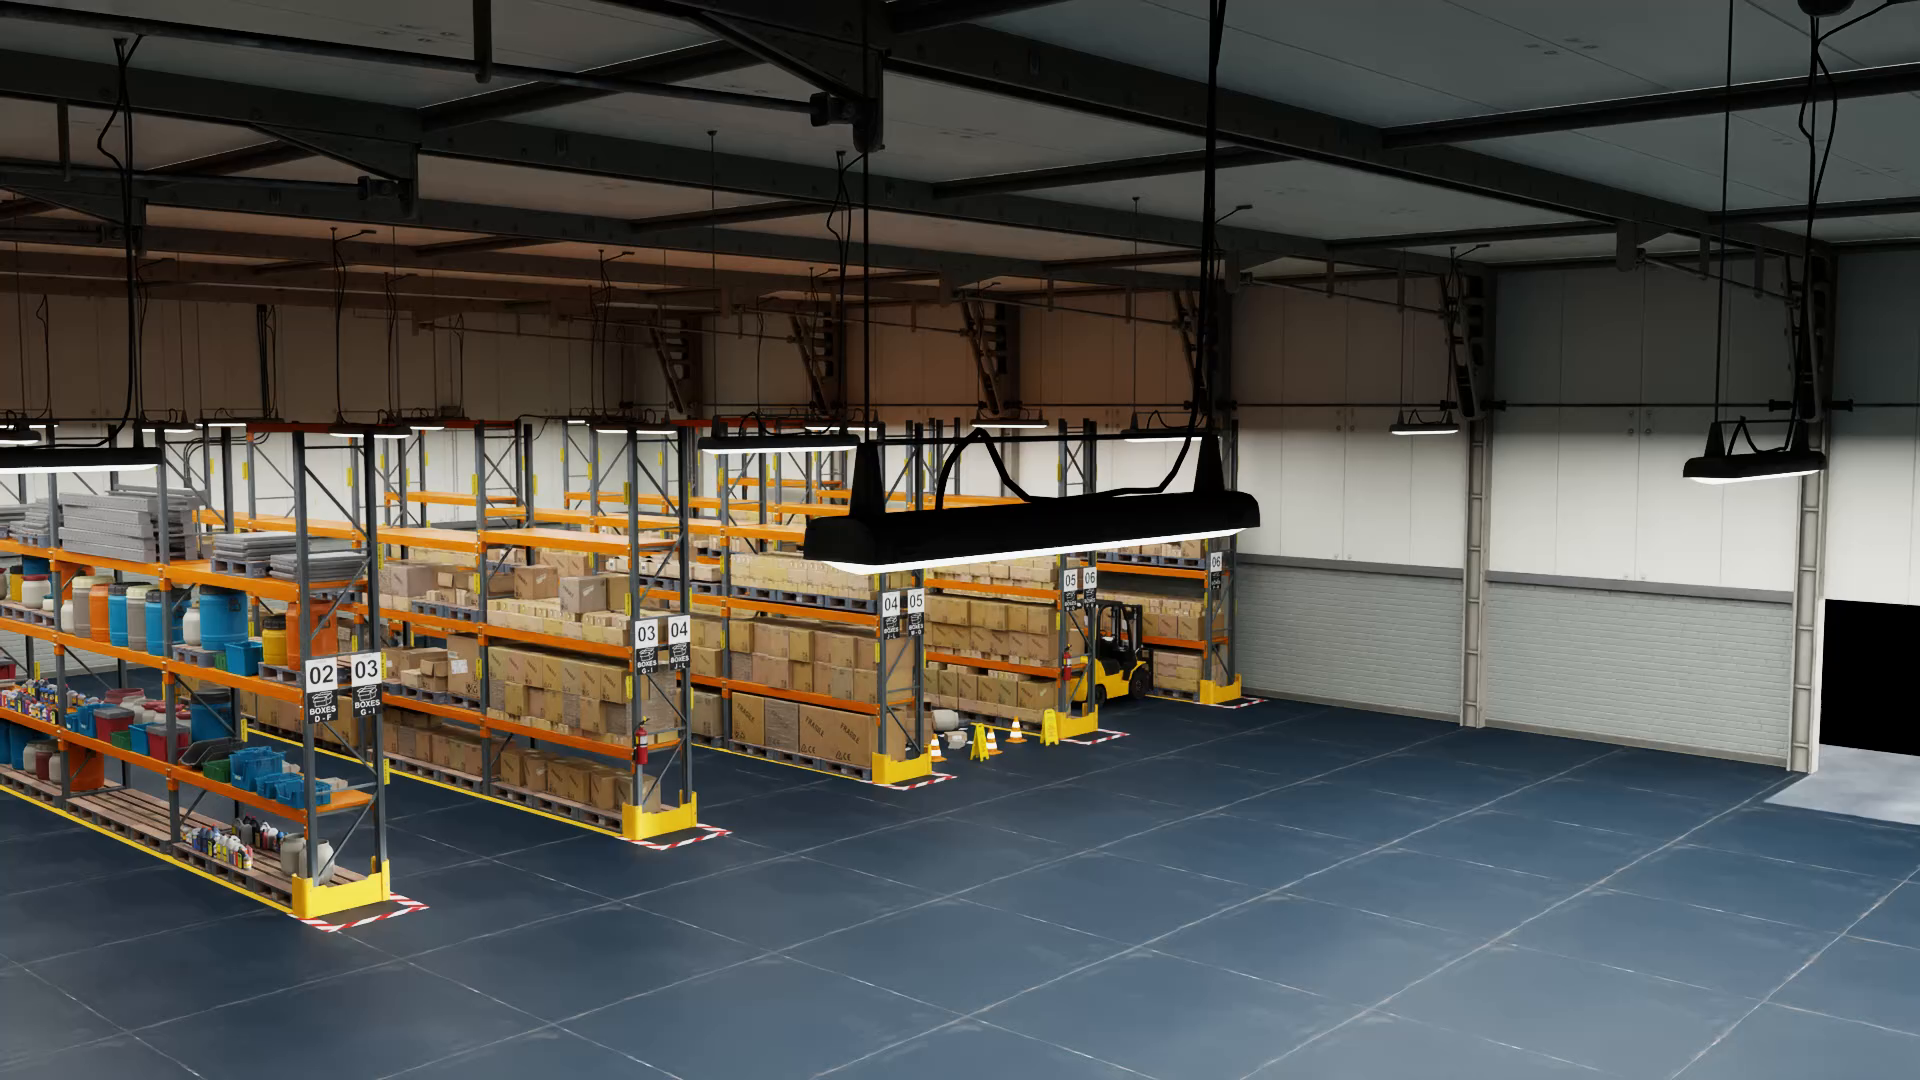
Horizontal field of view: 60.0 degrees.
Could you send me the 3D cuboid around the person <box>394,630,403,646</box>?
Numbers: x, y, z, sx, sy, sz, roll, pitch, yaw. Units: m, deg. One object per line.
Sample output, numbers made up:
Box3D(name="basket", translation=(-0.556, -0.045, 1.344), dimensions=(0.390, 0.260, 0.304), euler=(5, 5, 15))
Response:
Box3D(name="person", translation=(-14.575, 1.897, 43.354), dimensions=(0.557, 1.768, 0.490), euler=(0, 5, 5))
